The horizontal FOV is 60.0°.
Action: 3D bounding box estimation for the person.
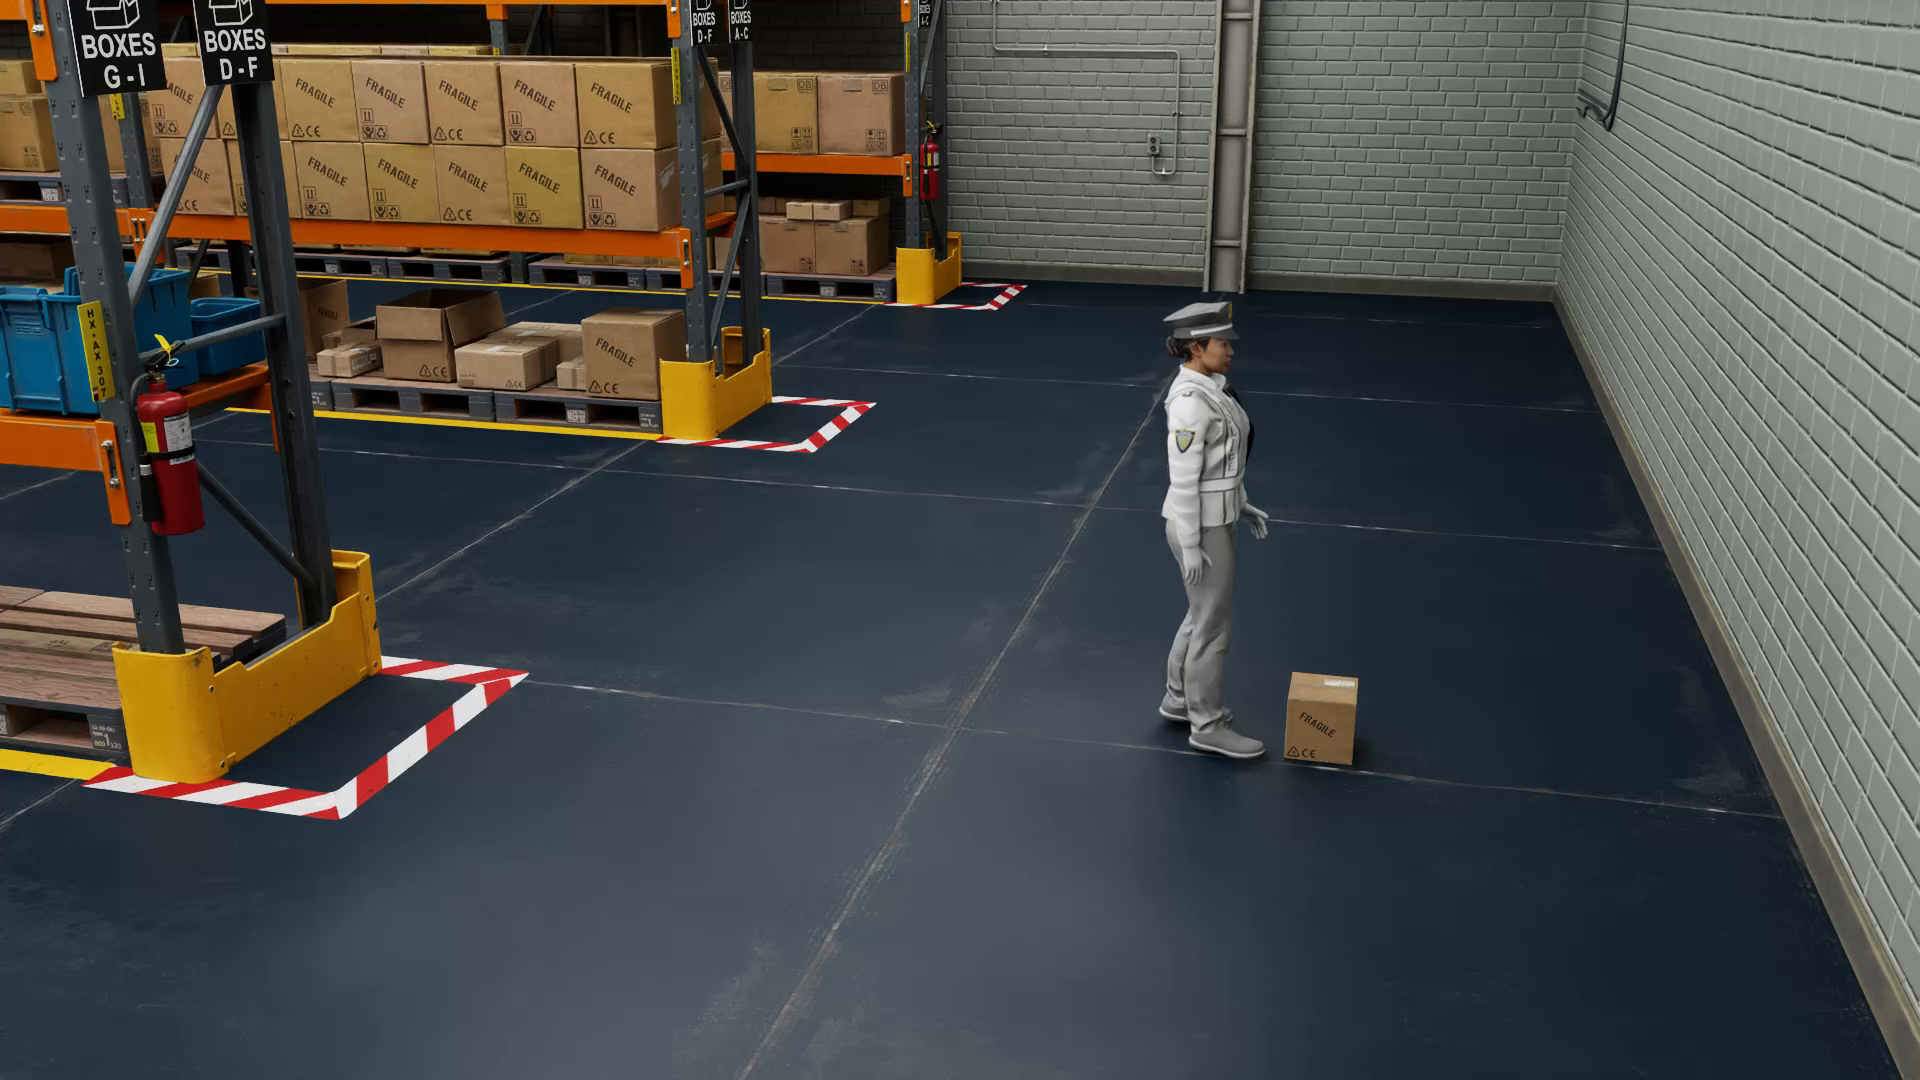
[{"bbox_3d":[0.943,-0.044,6.146,0.430,1.693,0.512,5,19,14],"label":"person"}]
